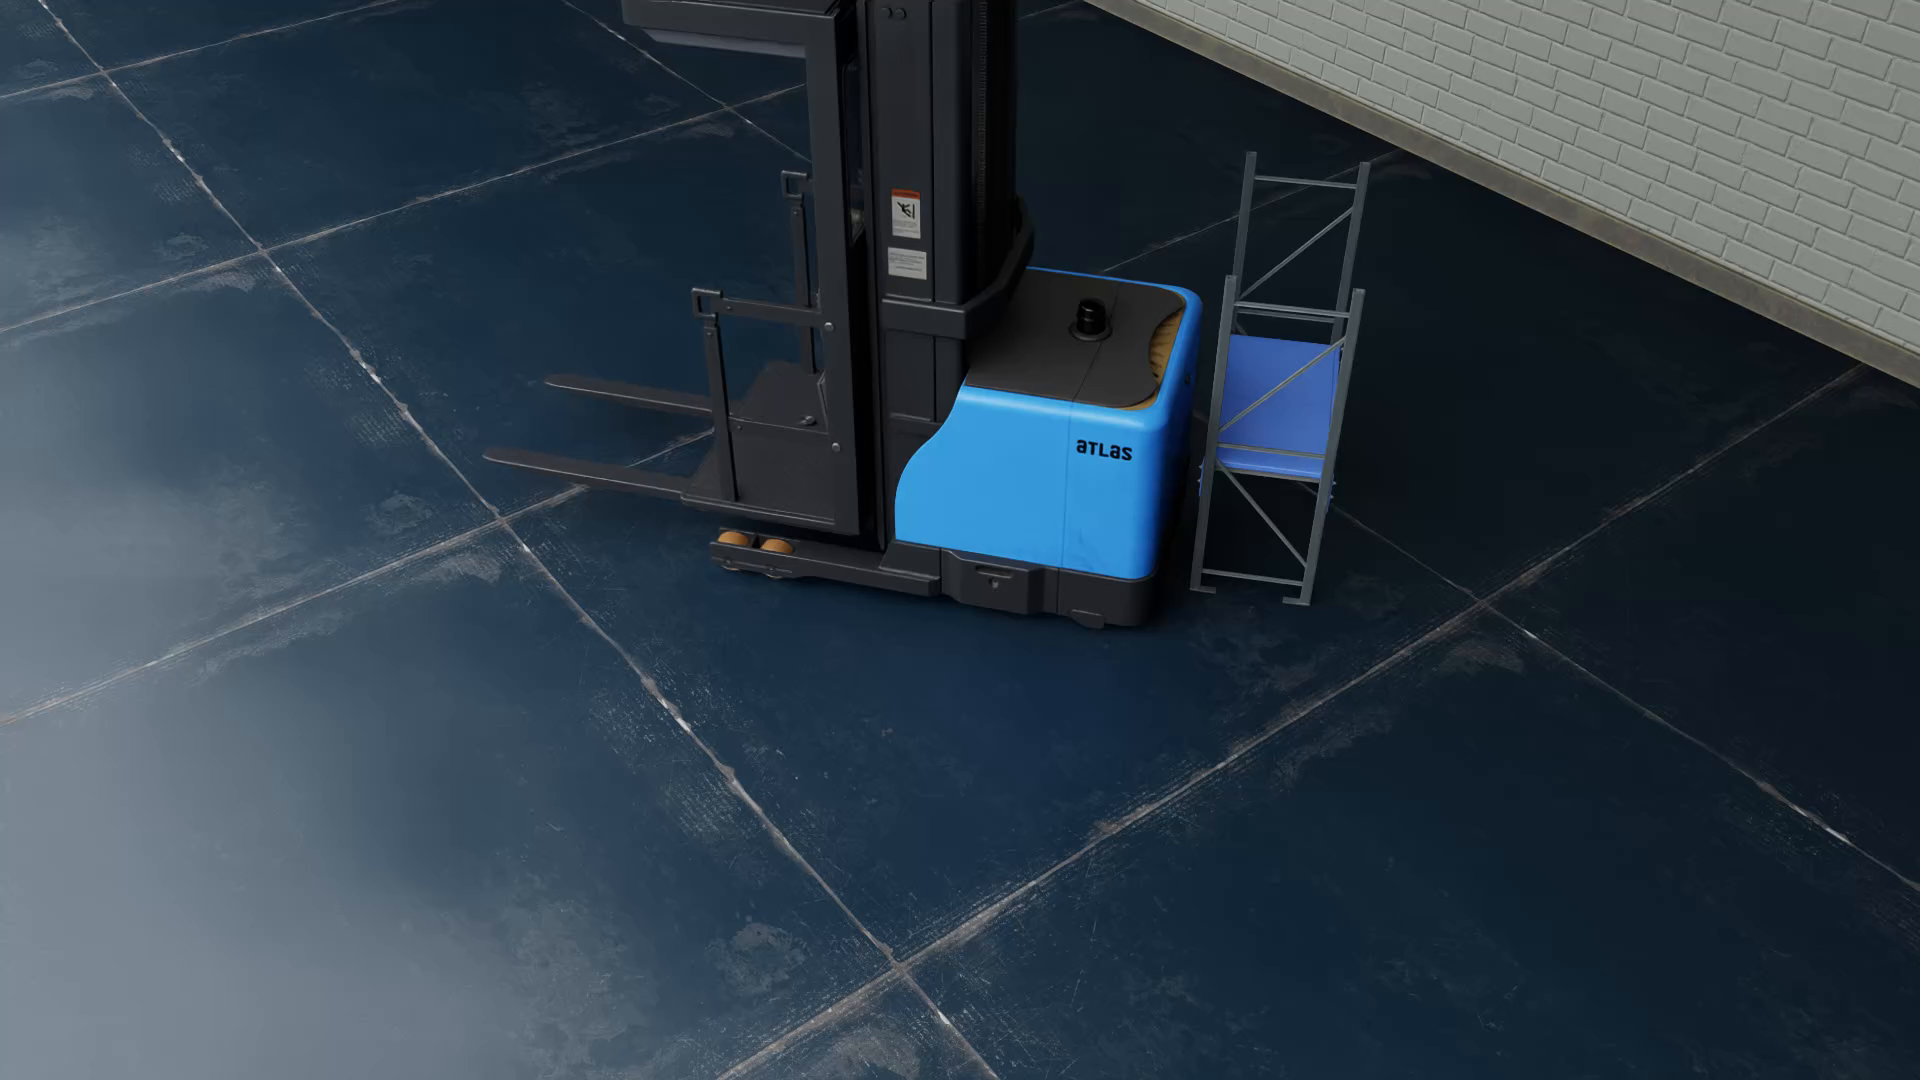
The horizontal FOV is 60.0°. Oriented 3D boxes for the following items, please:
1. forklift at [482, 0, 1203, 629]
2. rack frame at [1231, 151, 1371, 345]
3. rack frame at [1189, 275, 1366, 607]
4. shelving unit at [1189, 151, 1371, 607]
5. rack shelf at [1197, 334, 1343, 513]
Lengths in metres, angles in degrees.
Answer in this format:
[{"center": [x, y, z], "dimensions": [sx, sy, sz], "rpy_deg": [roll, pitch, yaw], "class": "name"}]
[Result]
[{"center": [-0.566, -1.284, 6.504], "dimensions": [3.031, 2.935, 1.130], "rpy_deg": [10, 40, 12], "class": "forklift"}, {"center": [1.421, -0.976, 7.258], "dimensions": [0.500, 1.500, 0.032], "rpy_deg": [8, 40, 9], "class": "rack frame"}, {"center": [1.212, -0.345, 6.488], "dimensions": [0.500, 1.500, 0.032], "rpy_deg": [8, 40, 9], "class": "rack frame"}, {"center": [1.317, -0.661, 6.873], "dimensions": [0.538, 1.500, 1.048], "rpy_deg": [8, 40, 9], "class": "shelving unit"}, {"center": [1.317, -0.522, 6.987], "dimensions": [0.538, 0.185, 1.000], "rpy_deg": [8, 40, 9], "class": "rack shelf"}]
